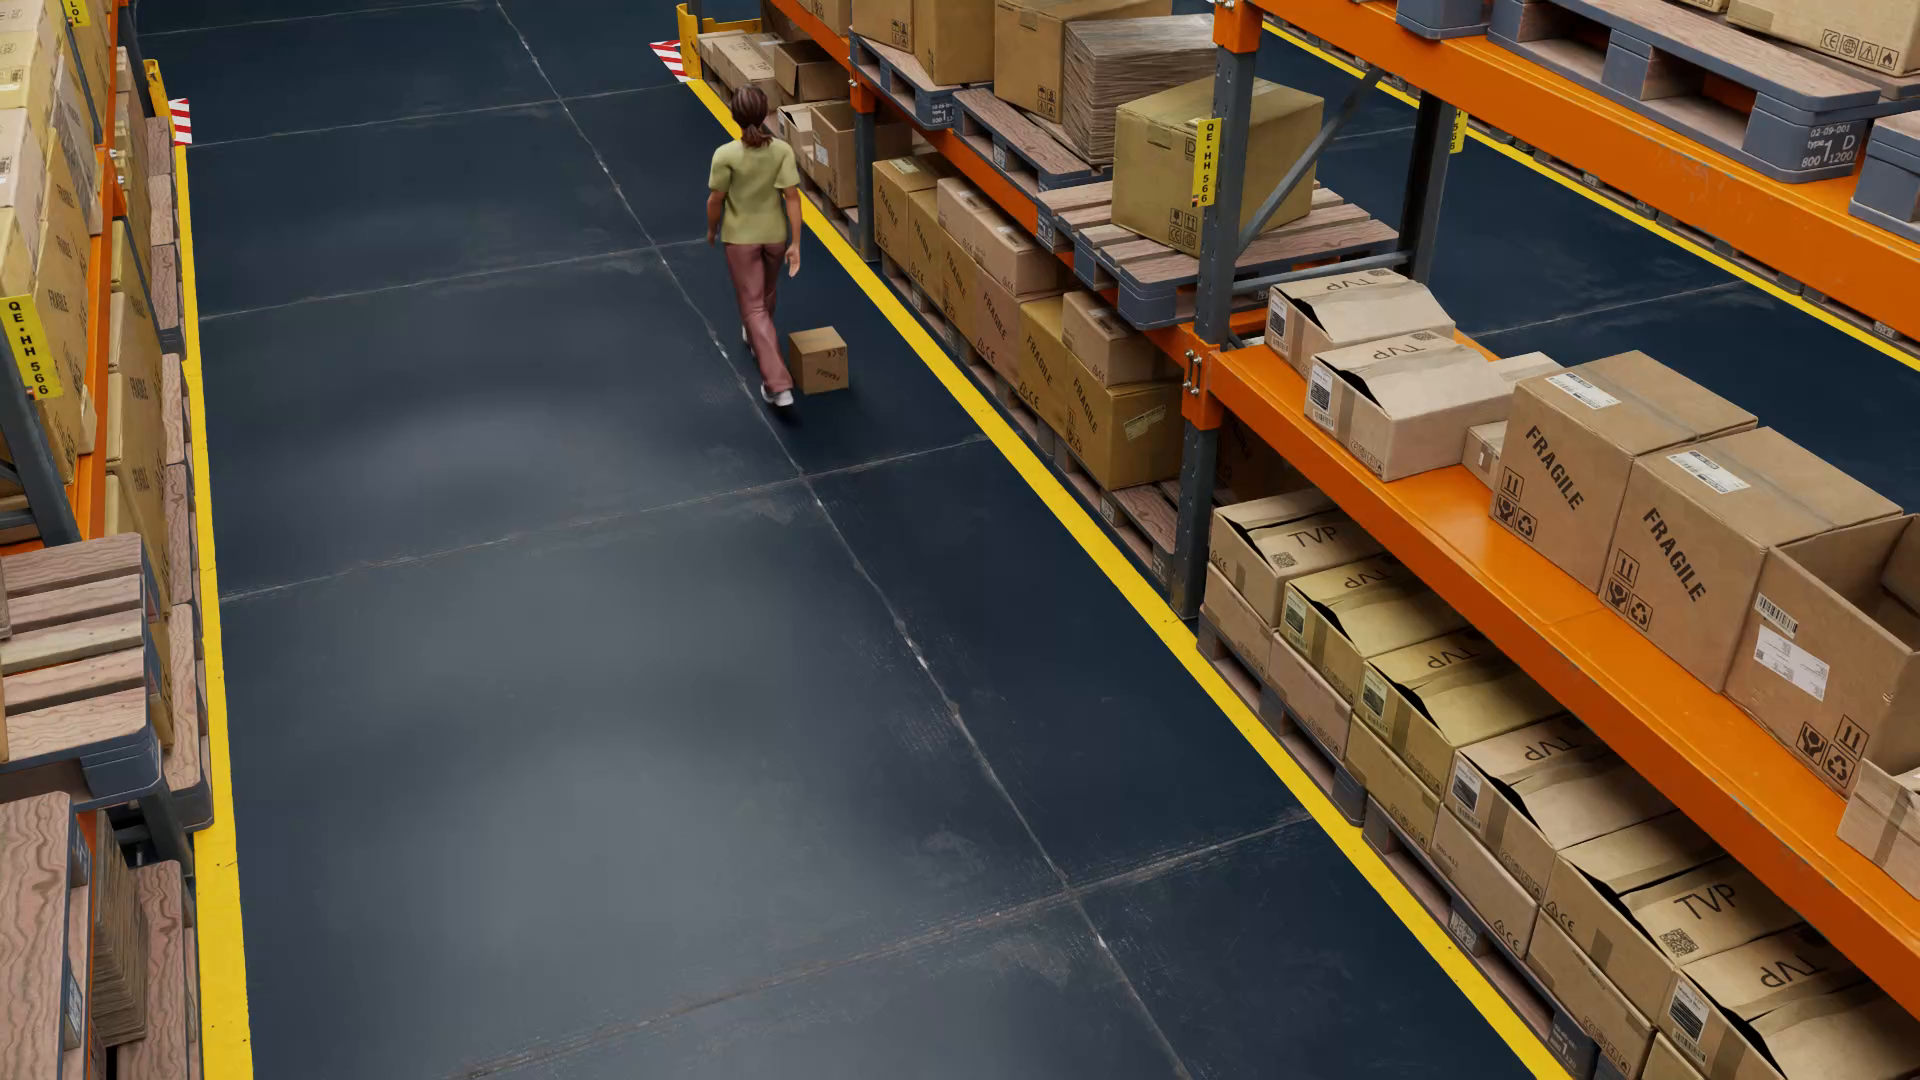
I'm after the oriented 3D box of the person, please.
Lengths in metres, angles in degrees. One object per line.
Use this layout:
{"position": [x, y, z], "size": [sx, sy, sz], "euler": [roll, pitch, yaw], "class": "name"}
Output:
{"position": [-1.055, -1.541, 8.465], "size": [0.443, 1.621, 1.020], "euler": [-15, 36, -21], "class": "person"}
